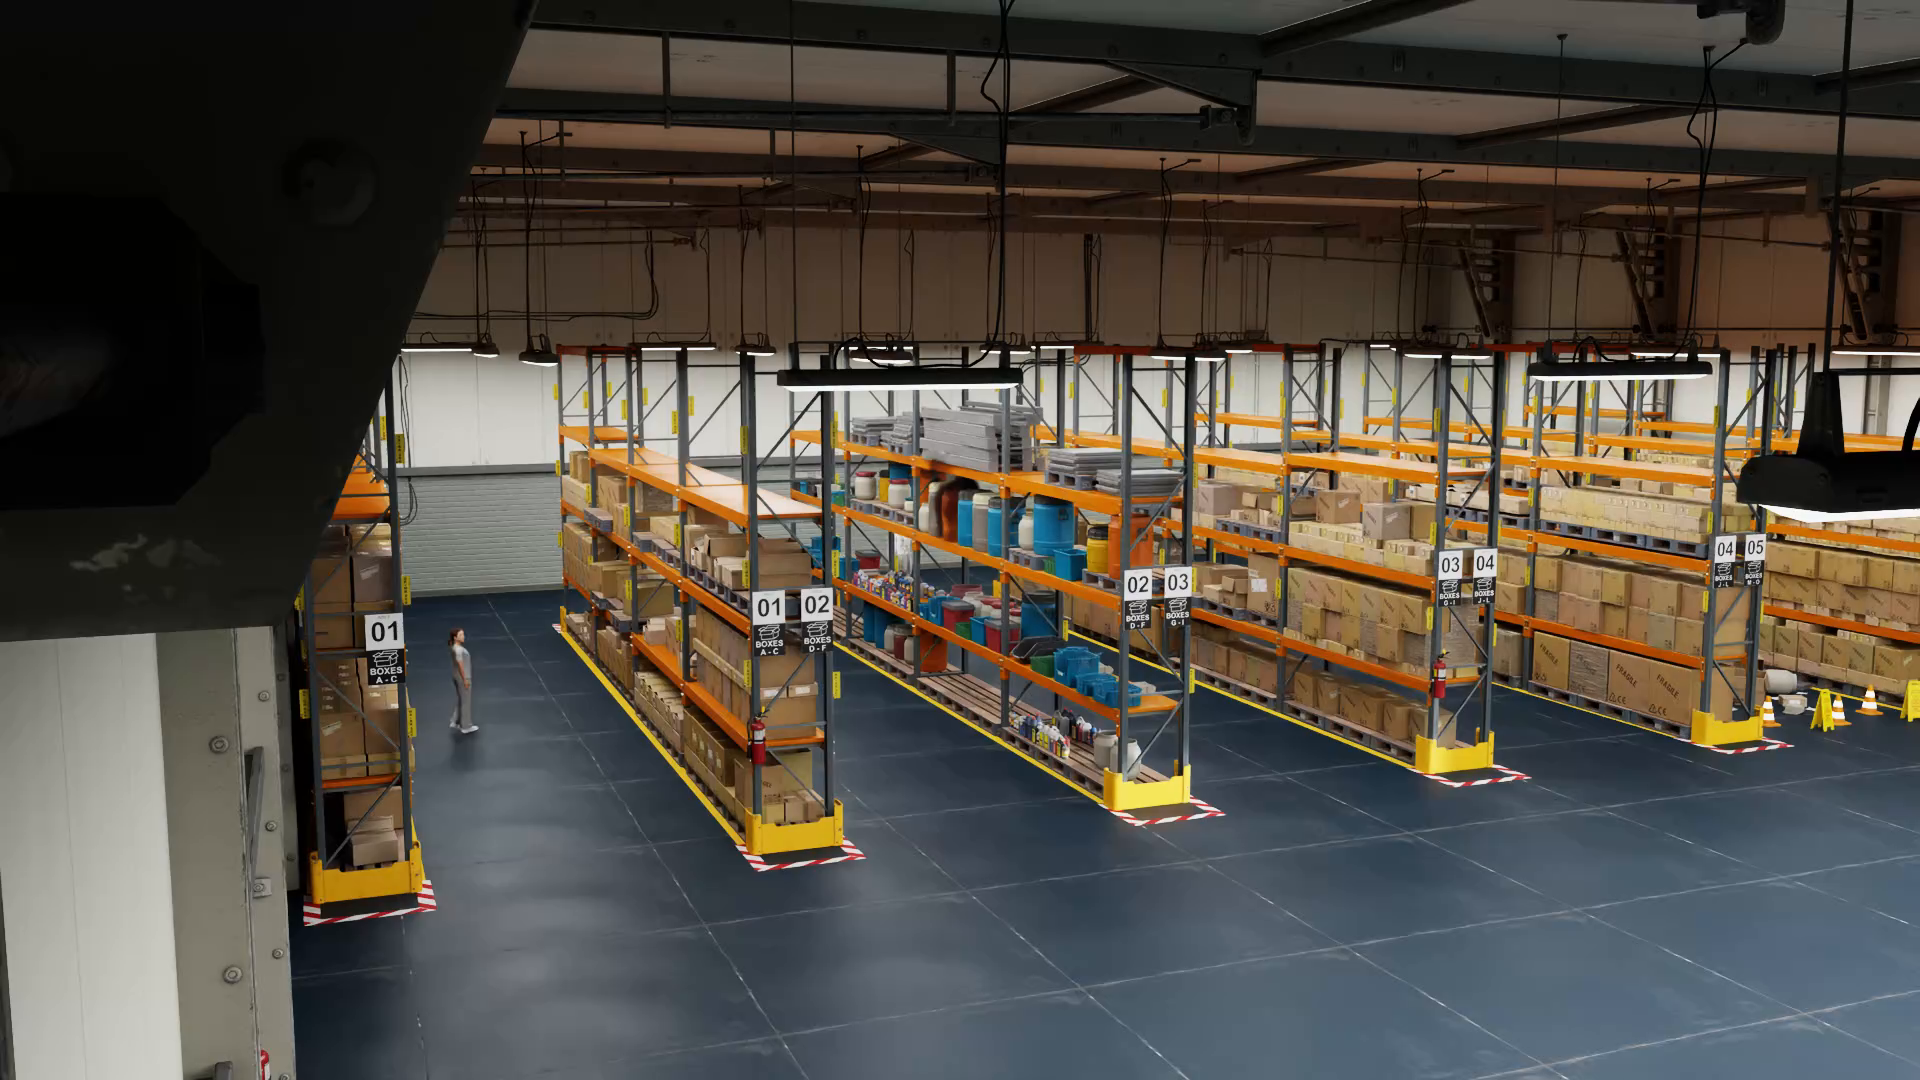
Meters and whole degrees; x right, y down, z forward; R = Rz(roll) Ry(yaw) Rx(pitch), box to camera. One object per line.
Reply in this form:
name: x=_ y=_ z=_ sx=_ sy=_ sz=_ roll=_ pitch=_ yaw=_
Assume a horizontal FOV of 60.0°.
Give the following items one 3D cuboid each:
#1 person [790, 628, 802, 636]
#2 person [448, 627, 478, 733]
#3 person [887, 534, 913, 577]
person: x=-3.143 y=1.450 z=31.891 sx=0.651 sy=1.609 sz=1.028 roll=-3 pitch=8 yaw=-20
person: x=-7.803 y=2.189 z=26.095 sx=0.425 sy=1.670 sz=0.486 roll=-6 pitch=9 yaw=-39
person: x=-1.419 y=0.336 z=40.663 sx=0.662 sy=1.651 sz=0.478 roll=2 pitch=8 yaw=16
